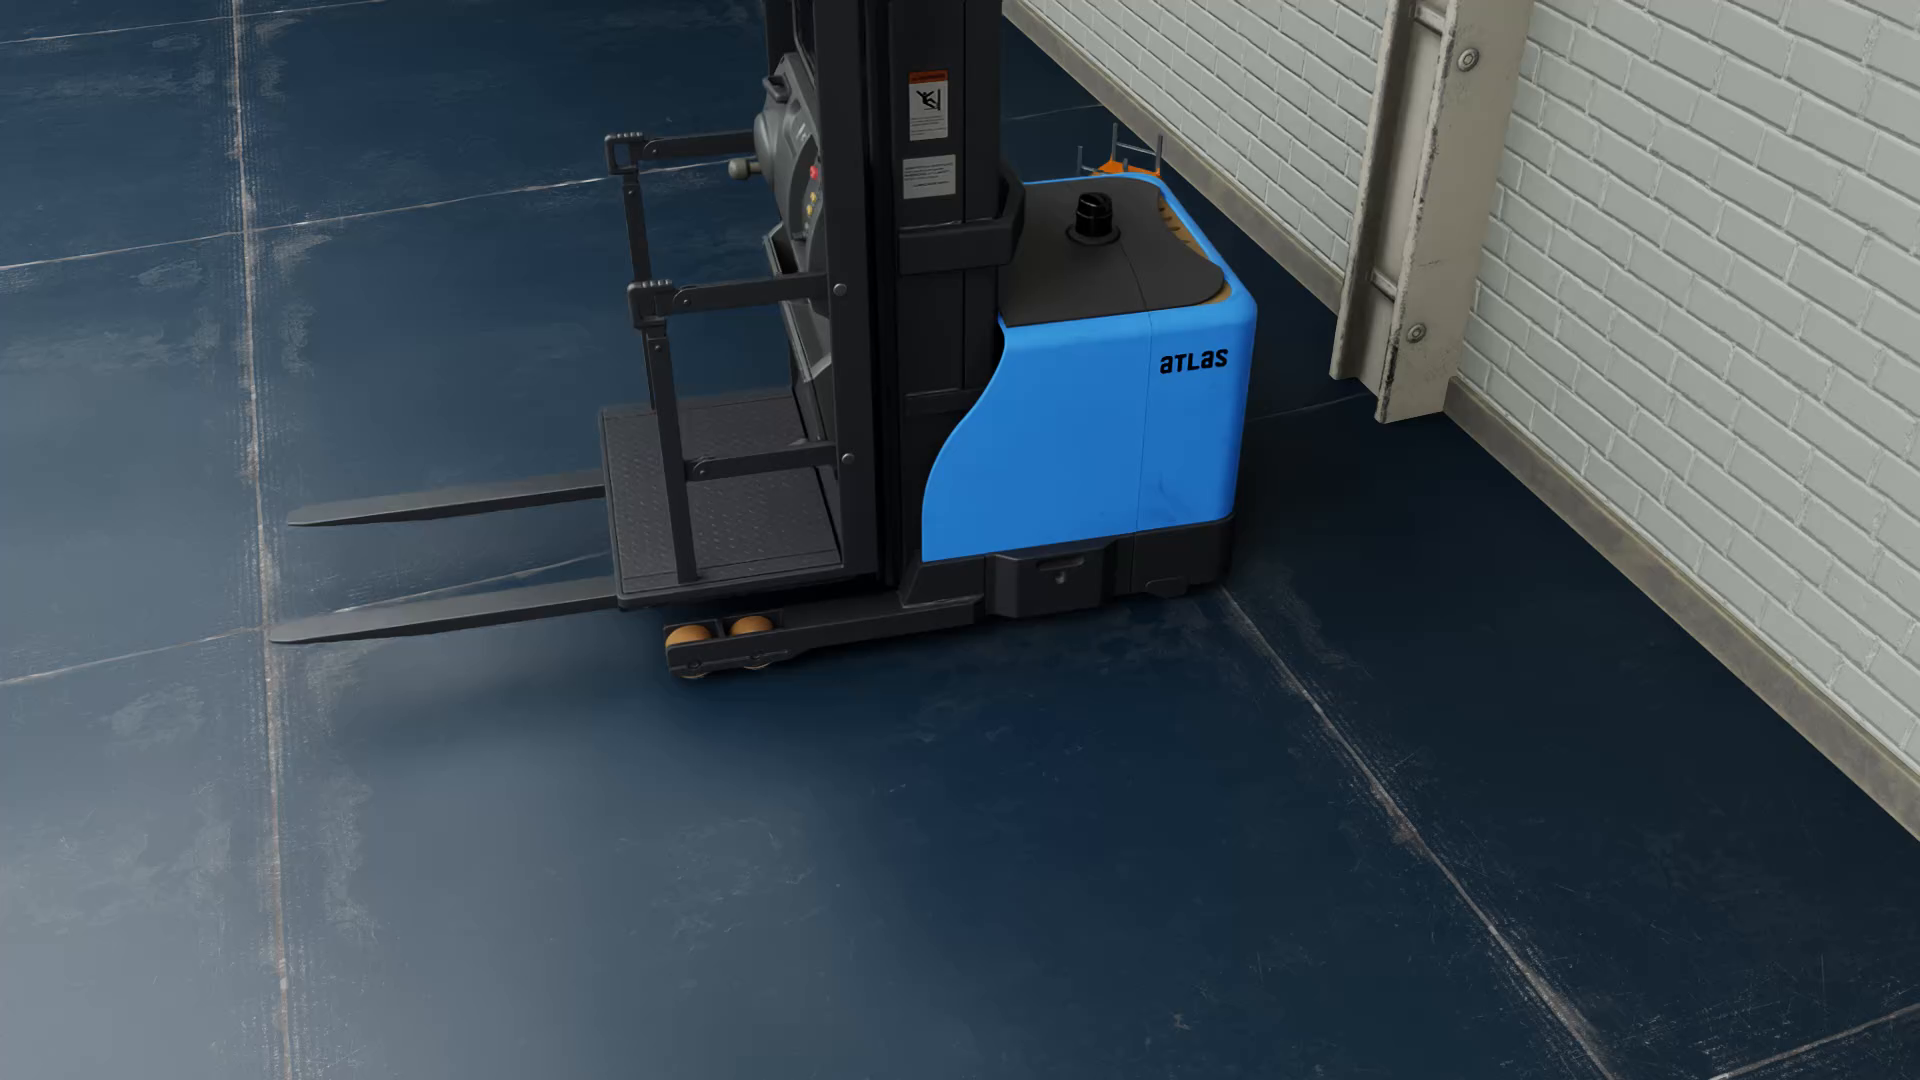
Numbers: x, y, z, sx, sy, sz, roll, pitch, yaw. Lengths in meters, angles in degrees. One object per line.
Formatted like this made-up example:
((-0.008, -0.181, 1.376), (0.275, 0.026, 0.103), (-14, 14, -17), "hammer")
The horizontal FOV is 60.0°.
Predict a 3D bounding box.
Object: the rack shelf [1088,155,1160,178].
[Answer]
((0.568, -1.209, 6.029), (0.215, 0.259, 0.240), (23, 42, 27), "rack shelf")

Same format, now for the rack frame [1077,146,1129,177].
((0.499, -0.931, 6.113), (0.200, 1.050, 0.008), (23, 42, 27), "rack frame")

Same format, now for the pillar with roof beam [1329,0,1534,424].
((-2.360, -3.289, 2.637), (9.100, 9.000, 0.400), (-12, 39, -16), "pillar with roof beam")

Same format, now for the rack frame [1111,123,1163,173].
((0.638, -1.052, 6.274), (0.200, 1.050, 0.008), (23, 42, 27), "rack frame")

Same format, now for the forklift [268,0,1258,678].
((-0.672, -1.091, 4.762), (3.031, 2.935, 1.130), (-8, 38, -10), "forklift")

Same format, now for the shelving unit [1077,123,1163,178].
((0.568, -0.991, 6.193), (0.215, 1.050, 0.252), (23, 42, 27), "shelving unit")
